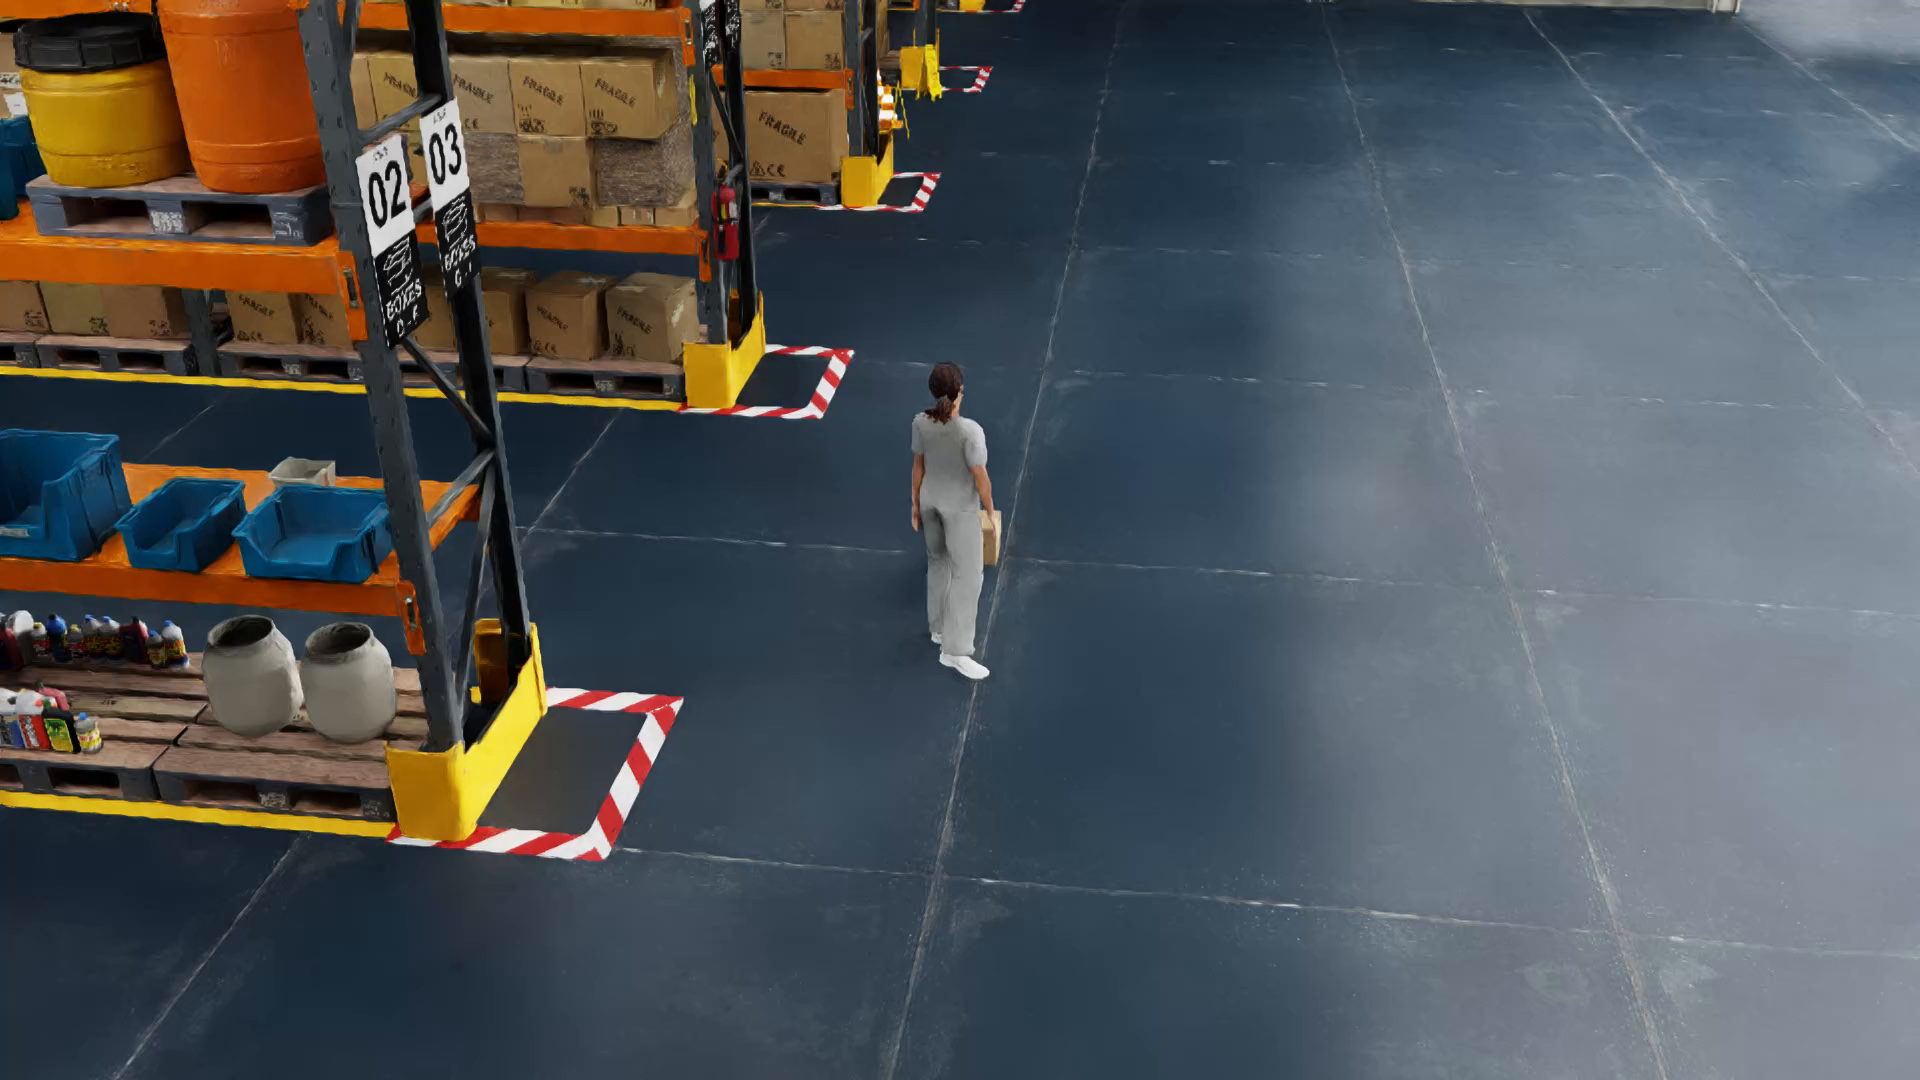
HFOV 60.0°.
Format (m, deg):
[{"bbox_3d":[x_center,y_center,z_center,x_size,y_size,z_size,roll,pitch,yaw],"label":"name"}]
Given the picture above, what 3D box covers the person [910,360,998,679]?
[{"bbox_3d":[0.002,-0.114,8.840,0.646,1.668,0.471,22,35,34],"label":"person"}]
